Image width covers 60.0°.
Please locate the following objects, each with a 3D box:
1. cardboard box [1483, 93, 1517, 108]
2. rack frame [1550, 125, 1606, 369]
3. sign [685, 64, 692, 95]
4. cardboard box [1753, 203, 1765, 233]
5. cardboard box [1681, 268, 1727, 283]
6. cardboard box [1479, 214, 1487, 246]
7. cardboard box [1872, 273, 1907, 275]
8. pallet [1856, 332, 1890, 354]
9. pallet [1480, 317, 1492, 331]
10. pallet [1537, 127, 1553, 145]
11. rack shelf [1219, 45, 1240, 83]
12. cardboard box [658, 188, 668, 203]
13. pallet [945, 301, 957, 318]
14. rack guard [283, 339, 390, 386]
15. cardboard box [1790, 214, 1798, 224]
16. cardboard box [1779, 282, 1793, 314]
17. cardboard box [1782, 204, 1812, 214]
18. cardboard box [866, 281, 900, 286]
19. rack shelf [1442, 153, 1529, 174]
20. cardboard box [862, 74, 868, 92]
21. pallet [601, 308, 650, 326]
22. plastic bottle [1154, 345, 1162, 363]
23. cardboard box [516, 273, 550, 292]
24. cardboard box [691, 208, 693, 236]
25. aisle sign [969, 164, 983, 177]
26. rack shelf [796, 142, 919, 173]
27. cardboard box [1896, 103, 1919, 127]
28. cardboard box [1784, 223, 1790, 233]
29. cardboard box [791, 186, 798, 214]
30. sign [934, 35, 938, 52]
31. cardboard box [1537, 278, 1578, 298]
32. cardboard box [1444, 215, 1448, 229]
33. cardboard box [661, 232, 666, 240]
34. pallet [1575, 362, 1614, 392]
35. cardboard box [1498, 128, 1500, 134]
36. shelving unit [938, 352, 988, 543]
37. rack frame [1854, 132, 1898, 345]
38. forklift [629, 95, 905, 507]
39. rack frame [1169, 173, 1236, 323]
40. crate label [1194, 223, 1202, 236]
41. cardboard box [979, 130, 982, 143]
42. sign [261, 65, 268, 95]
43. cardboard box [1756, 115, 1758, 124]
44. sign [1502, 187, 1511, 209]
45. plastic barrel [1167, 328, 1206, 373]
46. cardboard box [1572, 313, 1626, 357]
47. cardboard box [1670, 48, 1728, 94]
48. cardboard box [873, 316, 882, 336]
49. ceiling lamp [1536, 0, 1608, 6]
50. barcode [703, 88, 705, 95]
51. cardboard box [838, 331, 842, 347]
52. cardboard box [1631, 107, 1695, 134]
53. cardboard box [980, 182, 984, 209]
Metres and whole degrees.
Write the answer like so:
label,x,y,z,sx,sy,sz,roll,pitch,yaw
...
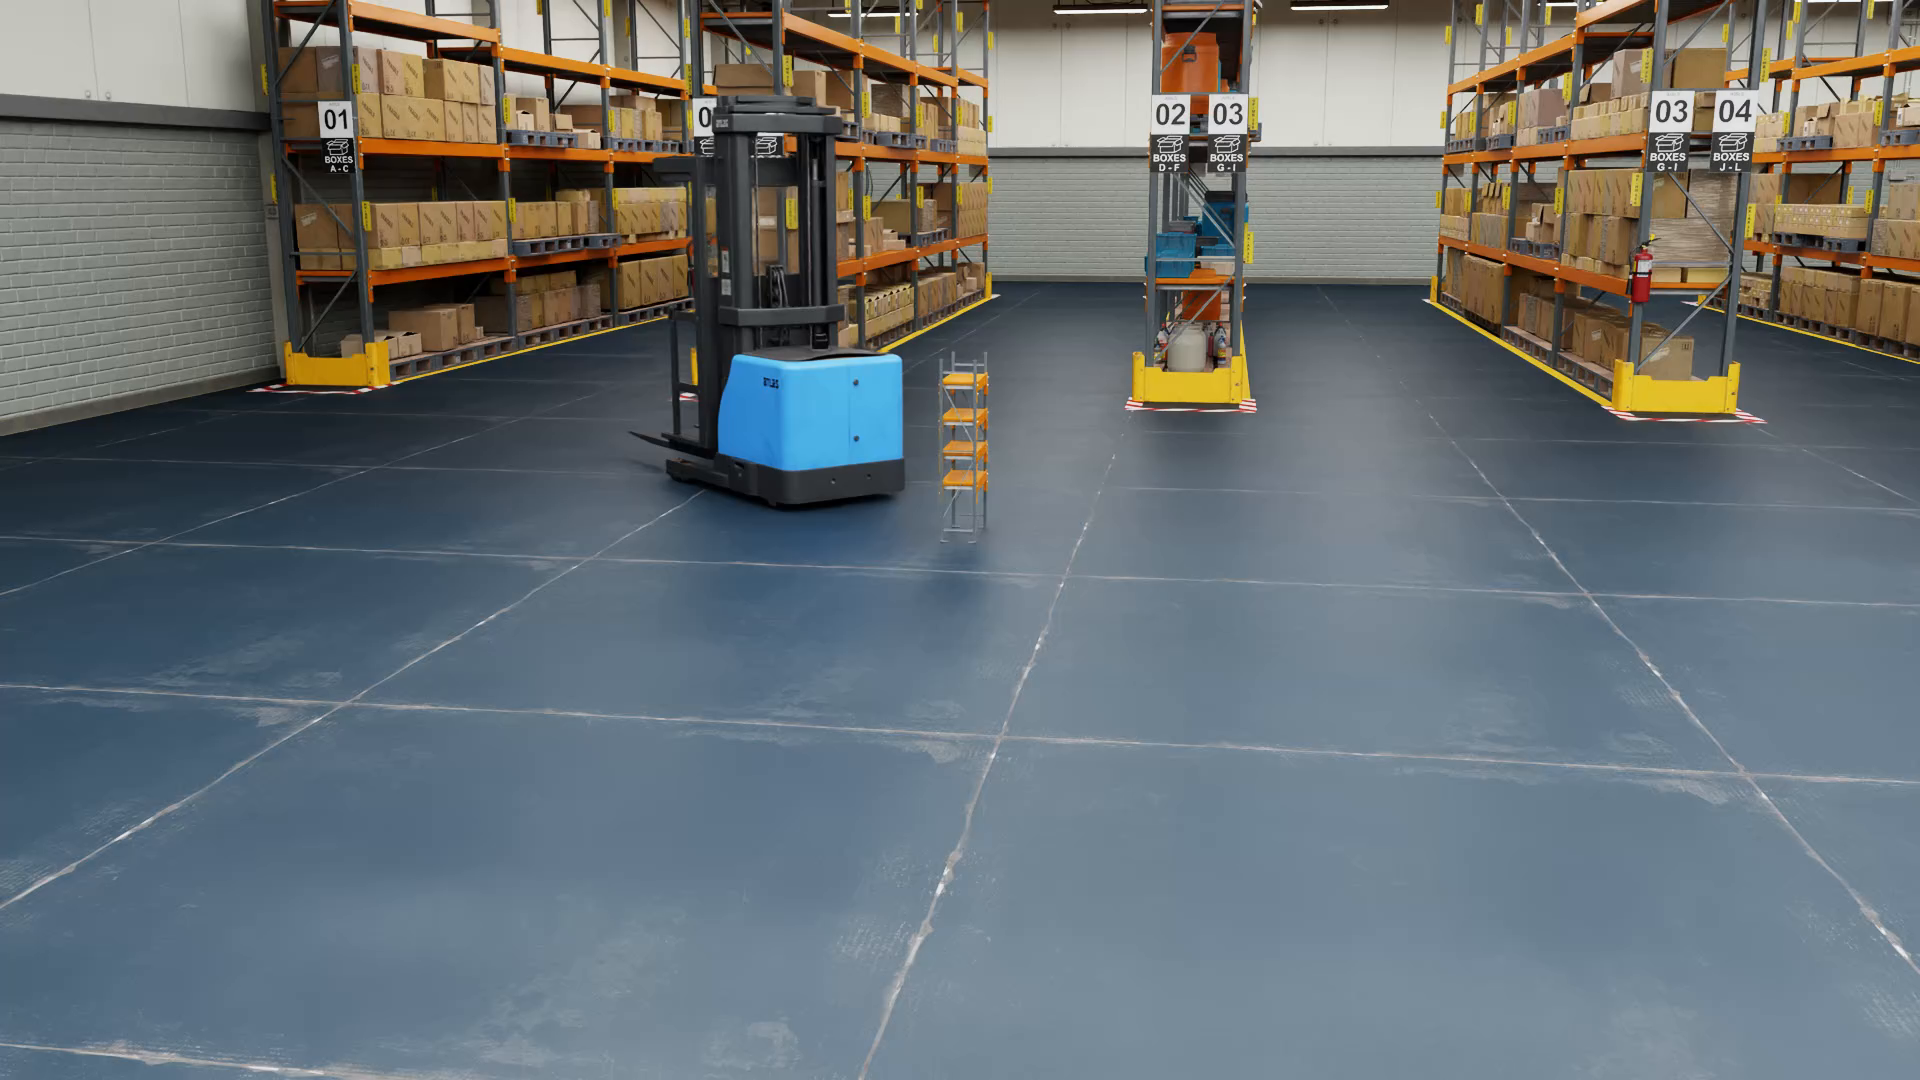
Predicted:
label,x,y,z,sx,sy,sz,roll,pitch,yaw
cardboard box,9.384,-7.631,28.910,0.500,0.250,0.500,1,12,5
rack frame,8.002,-3.634,20.735,1.000,3.000,0.127,2,12,9
sign,-2.935,-5.004,18.059,0.100,0.325,0.005,2,12,9
cardboard box,13.994,-5.530,28.589,0.500,0.500,0.500,2,12,7
cardboard box,7.667,-2.730,17.138,0.380,0.149,0.250,2,12,9
cardboard box,8.761,-5.052,27.076,0.500,0.500,0.500,2,12,7
cardboard box,13.926,-3.876,25.015,0.500,0.250,0.500,2,12,8
pallet,13.307,-2.760,23.299,1.003,0.211,1.213,2,12,9
pallet,9.003,-3.518,26.818,1.003,0.211,1.213,2,12,9
pallet,8.359,-5.350,22.022,1.213,0.211,1.003,2,12,9
rack shelf,3.416,-6.596,22.898,1.077,0.370,4.000,2,12,9
cardboard box,-5.436,-6.034,29.099,0.500,0.250,0.500,2,12,10
pallet,-0.643,-4.087,29.458,1.003,0.211,1.213,2,12,9
rack guard,-7.284,-2.077,19.443,1.175,0.500,0.348,2,12,9
cardboard box,13.486,-5.116,26.508,0.380,0.149,0.250,1,12,6
cardboard box,13.742,-3.956,27.165,0.500,0.500,0.500,2,12,11
cardboard box,13.566,-5.365,26.957,0.380,0.149,0.250,2,12,10
cardboard box,-1.259,-3.984,27.248,0.500,0.500,0.500,2,12,11
rack shelf,9.540,-6.830,30.154,1.077,0.370,4.000,2,12,9
cardboard box,-1.587,-6.167,22.948,0.500,0.500,0.500,3,13,14
pallet,-5.870,-3.747,27.877,1.003,0.211,1.213,2,12,9
plastic bottle,2.342,-2.205,19.705,0.097,0.201,0.097,0,12,0
cardboard box,-6.443,-3.829,24.750,0.500,0.250,0.500,2,12,7
cardboard box,-5.351,-6.040,31.187,0.980,0.700,0.700,2,12,10
aisle sign,0.373,-7.729,33.565,0.394,0.787,0.004,2,12,9
rack shelf,-1.478,-5.487,23.920,1.077,0.370,4.000,2,12,9
cardboard box,13.174,-5.818,22.728,0.500,0.311,0.500,2,12,9
cardboard box,13.524,-5.023,26.781,0.380,0.149,0.250,2,12,9
cardboard box,-2.233,-4.024,19.226,0.700,0.500,0.500,2,12,7
sign,-0.476,-9.899,33.162,0.100,0.325,0.005,2,12,9
cardboard box,8.473,-3.575,23.572,0.500,0.250,0.500,3,13,15
cardboard box,9.434,-6.004,31.385,0.500,0.250,0.500,2,12,8
cardboard box,-5.408,-5.377,29.371,0.380,0.149,0.250,2,12,9
pallet,7.749,-1.875,19.193,1.003,0.211,1.213,2,12,9
cardboard box,8.855,-6.543,26.713,0.380,0.149,0.250,1,12,6
shelving unit,0.025,-0.621,11.027,0.258,1.200,0.503,2,12,9
rack frame,13.503,-4.285,23.756,1.000,3.000,0.127,2,12,9
forklift,-1.679,-1.930,12.993,1.130,2.935,3.031,-9,15,-35
rack frame,3.723,-4.627,25.344,1.000,3.000,0.127,2,12,9
crate label,3.303,-4.446,24.421,0.502,0.435,0.616,2,12,9
cardboard box,0.156,-7.872,32.449,0.500,0.250,0.500,2,12,9
sign,-7.841,-5.204,18.799,0.100,0.325,0.005,2,12,9
cardboard box,14.088,-7.347,29.069,0.380,0.149,0.250,2,12,8
sign,8.069,-5.050,24.557,0.100,0.325,0.005,2,12,9
plastic barrel,2.519,-2.090,18.481,0.421,0.512,0.421,0,12,0
cardboard box,7.901,-2.535,20.574,0.500,0.500,0.500,1,12,7
cardboard box,7.882,-5.007,17.855,0.500,0.500,0.500,2,12,8
cardboard box,-1.399,-2.999,23.320,0.500,0.250,0.500,2,12,10
ceiling lamp,12.766,-12.395,33.291,2.000,3.185,0.800,2,12,9
barcode,-2.831,-4.952,18.352,0.001,0.075,0.075,2,12,9
cardboard box,-1.790,-2.505,21.026,0.500,0.250,0.500,2,12,9
cardboard box,7.210,-4.303,17.075,0.500,0.250,0.500,2,12,10
cardboard box,0.186,-6.785,32.744,0.500,0.500,0.500,2,12,10
